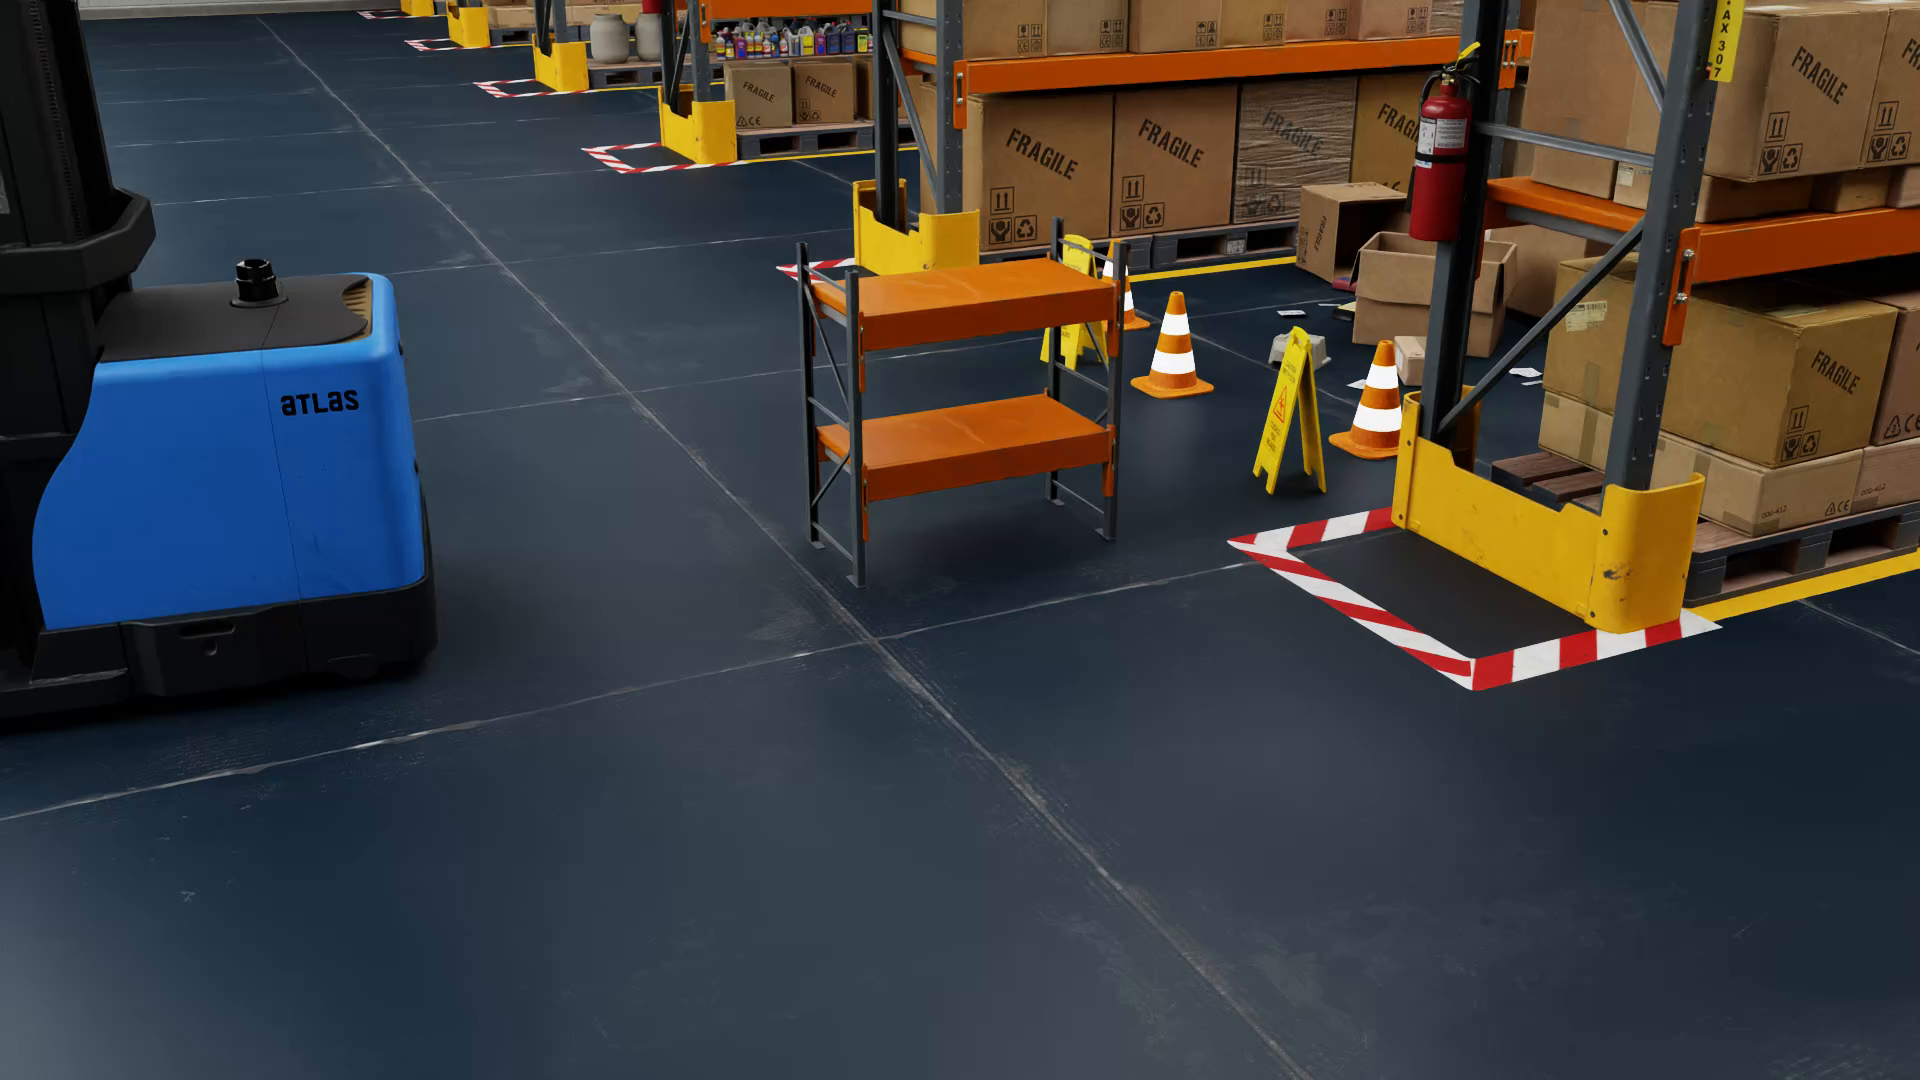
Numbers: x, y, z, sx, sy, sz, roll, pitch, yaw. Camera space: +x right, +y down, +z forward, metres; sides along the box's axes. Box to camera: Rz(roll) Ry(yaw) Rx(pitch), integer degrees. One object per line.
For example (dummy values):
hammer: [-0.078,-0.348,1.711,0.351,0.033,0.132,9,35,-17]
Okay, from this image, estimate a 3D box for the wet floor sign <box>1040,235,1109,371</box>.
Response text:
wet floor sign: [0.579,-1.199,8.302,0.232,0.644,0.267,-15,27,-33]

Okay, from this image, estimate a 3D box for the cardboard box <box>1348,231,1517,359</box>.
cardboard box: [2.469,-1.295,8.720,0.797,0.503,0.637,10,24,22]

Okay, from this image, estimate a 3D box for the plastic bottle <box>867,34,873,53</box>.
plastic bottle: [-1.049,-5.813,19.454,0.097,0.201,0.097,0,22,0]

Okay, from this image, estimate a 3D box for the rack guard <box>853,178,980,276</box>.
rack guard: [-0.275,-1.815,9.980,0.348,0.500,1.175,-10,25,-24]

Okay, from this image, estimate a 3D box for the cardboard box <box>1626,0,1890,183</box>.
cardboard box: [2.532,-1.451,5.314,0.500,0.500,0.500,-11,25,-24]

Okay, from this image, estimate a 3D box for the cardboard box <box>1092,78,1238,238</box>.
cardboard box: [1.121,-2.468,10.519,0.875,0.875,0.875,-11,25,-24]

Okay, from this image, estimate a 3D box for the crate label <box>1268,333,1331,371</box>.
crate label: [1.706,-0.956,8.379,0.250,0.136,0.298,15,27,31]

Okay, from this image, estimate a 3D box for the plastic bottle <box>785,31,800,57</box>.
plastic bottle: [-1.925,-5.698,19.079,0.135,0.276,0.152,-10,24,-23]

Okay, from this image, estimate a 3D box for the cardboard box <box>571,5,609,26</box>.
cardboard box: [-5.127,-7.217,22.809,0.500,0.250,0.500,-10,25,-24]

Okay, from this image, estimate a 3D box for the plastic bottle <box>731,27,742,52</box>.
plastic bottle: [-2.633,-5.862,19.477,0.135,0.276,0.152,-11,25,-25]

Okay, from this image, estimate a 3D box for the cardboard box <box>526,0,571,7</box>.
cardboard box: [-5.577,-7.480,22.464,0.500,0.500,0.500,-10,25,-24]

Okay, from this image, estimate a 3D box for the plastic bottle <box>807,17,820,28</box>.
plastic bottle: [-1.765,-6.059,19.853,0.185,0.351,0.144,-10,24,-22]

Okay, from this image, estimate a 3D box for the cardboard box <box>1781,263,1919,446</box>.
cardboard box: [3.322,-0.685,6.049,0.500,0.500,0.500,-11,25,-26]

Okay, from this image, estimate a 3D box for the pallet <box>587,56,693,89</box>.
pallet: [-3.679,-5.280,18.729,1.213,0.211,1.003,-10,25,-24]

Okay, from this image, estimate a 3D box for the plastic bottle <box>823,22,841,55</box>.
plastic bottle: [-1.485,-5.811,19.256,0.185,0.351,0.144,-12,25,-26]

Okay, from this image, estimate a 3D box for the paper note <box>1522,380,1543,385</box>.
paper note: [2.788,-0.764,8.083,0.123,0.001,0.032,-10,25,-24]

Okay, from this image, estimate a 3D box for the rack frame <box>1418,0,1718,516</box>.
rack frame: [1.985,-1.284,5.431,0.127,3.000,1.000,-10,25,-24]

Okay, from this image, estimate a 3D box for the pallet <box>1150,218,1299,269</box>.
pallet: [1.531,-2.046,10.916,1.213,0.211,1.003,-10,25,-24]

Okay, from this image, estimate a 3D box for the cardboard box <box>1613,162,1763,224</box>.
cardboard box: [2.380,-1.153,5.443,0.250,0.149,0.380,-10,25,-23]

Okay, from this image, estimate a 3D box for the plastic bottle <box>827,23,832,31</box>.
plastic bottle: [-1.567,-6.017,19.840,0.133,0.283,0.061,-10,25,-24]

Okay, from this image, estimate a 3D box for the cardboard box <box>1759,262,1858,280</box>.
cardboard box: [3.062,-0.865,6.483,0.500,0.500,0.500,-9,24,-22]

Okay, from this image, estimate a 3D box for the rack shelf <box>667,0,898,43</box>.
rack shelf: [-0.511,-4.699,14.621,4.000,0.370,1.077,-10,25,-24]

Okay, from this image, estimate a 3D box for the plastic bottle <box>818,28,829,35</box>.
plastic bottle: [-1.572,-5.824,19.383,0.135,0.276,0.152,-10,25,-24]

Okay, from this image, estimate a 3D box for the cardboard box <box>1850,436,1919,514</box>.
cardboard box: [3.295,-0.329,6.168,0.500,0.250,0.500,-9,24,-22]

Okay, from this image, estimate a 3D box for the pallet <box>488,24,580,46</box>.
pallet: [-5.936,-6.967,22.805,1.213,0.211,1.003,-10,25,-24]

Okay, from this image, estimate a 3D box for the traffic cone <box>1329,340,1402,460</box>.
traffic cone: [1.813,-0.628,7.162,0.334,0.463,0.336,-10,25,-24]

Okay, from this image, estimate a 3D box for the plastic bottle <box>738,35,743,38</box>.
plastic bottle: [-2.562,-5.788,19.395,0.097,0.201,0.097,0,22,0]

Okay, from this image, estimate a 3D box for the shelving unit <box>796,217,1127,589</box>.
shelving unit: [0.006,-0.521,6.038,1.048,1.125,0.538,-10,25,-24]

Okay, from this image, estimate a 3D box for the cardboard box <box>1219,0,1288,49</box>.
cardboard box: [1.566,-3.371,10.275,0.500,0.550,0.875,-10,25,-24]

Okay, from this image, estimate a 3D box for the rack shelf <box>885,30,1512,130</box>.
rack shelf: [1.549,-2.973,10.451,4.000,0.370,1.077,-10,25,-24]

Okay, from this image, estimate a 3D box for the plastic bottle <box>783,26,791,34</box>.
plastic bottle: [-2.051,-5.953,19.702,0.097,0.271,0.097,0,22,0]

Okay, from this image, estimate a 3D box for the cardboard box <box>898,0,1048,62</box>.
cardboard box: [0.061,-3.120,9.669,0.550,0.550,0.875,-10,25,-24]

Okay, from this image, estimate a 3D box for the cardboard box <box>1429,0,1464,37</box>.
cardboard box: [3.024,-3.641,10.928,0.550,0.550,0.875,-10,25,-24]

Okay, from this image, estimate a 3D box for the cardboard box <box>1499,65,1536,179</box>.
cardboard box: [3.871,-2.926,11.788,0.750,0.750,1.050,-11,25,-24]

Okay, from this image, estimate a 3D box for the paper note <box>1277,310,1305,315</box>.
paper note: [1.858,-1.269,9.278,0.142,0.017,0.144,-2,23,-5]

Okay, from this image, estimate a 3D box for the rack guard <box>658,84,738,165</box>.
rack guard: [-2.245,-3.557,14.190,0.348,0.500,1.175,-10,25,-24]

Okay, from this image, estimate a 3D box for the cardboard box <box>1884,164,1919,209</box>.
cardboard box: [3.125,-1.242,5.658,0.250,0.149,0.380,-10,25,-23]

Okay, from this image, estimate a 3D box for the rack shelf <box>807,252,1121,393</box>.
rack shelf: [0.006,-0.791,5.926,1.000,0.278,0.538,-10,25,-24]

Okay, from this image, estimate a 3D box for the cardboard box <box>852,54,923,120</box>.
cardboard box: [-0.647,-4.045,14.819,0.500,0.500,0.500,-8,24,-19]

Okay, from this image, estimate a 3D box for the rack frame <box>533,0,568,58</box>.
rack frame: [-4.462,-6.407,17.805,0.127,3.000,1.000,-10,25,-24]

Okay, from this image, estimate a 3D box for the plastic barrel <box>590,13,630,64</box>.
plastic barrel: [-3.902,-5.587,18.528,0.421,0.512,0.421,0,22,0]

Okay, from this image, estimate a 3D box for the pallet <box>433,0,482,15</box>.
pallet: [-7.942,-8.668,26.913,1.213,0.211,1.003,-10,25,-24]

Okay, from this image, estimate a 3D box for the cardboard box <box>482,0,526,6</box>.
cardboard box: [-6.252,-7.576,22.695,0.500,0.500,0.500,-10,25,-24]

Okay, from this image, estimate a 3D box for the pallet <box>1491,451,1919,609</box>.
pallet: [2.800,-0.131,6.291,1.213,0.211,1.003,-10,25,-24]

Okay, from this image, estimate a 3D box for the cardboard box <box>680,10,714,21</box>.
cardboard box: [-3.780,-7.470,23.419,0.500,0.250,0.500,-10,25,-24]

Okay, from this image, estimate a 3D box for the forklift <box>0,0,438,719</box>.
forklift: [-3.227,-0.938,4.683,3.031,2.935,1.130,-7,24,-16]

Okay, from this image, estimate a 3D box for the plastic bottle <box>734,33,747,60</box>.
plastic bottle: [-2.481,-5.579,18.783,0.133,0.283,0.061,-10,25,-23]

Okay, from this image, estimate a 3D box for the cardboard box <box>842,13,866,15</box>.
cardboard box: [-1.605,-7.854,24.348,0.500,0.250,0.500,-11,25,-25]

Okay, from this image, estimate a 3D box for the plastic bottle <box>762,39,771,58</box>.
plastic bottle: [-2.204,-5.600,18.940,0.097,0.201,0.097,0,22,0]

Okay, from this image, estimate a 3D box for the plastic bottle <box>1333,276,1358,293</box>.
plastic bottle: [2.346,-1.490,9.770,0.283,0.061,0.133,20,30,40]
